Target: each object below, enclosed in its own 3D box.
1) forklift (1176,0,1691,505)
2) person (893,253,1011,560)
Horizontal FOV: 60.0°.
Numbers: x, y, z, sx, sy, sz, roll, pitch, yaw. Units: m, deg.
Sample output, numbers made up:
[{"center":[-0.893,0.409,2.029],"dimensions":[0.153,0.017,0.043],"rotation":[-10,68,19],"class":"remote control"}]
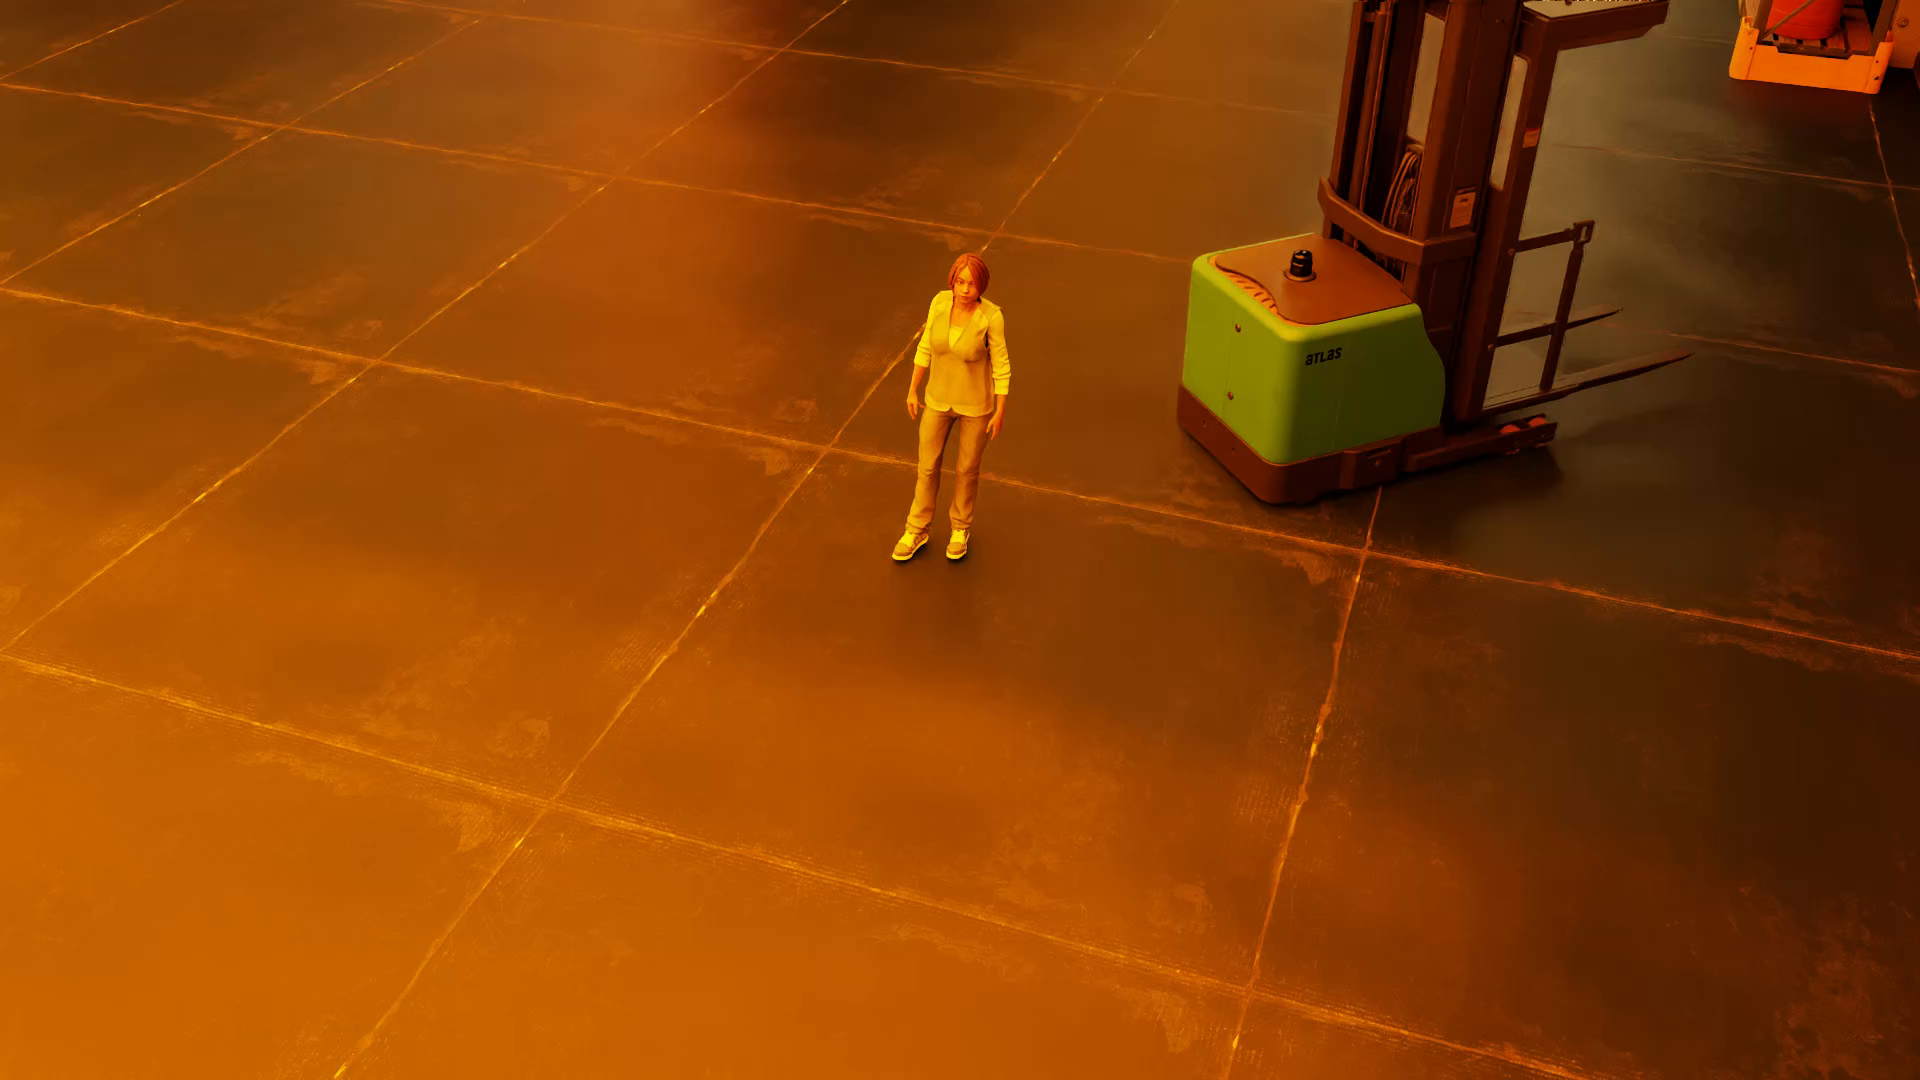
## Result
[{"center":[2.799,-1.939,8.845],"dimensions":[3.031,2.935,1.130],"rotation":[-14,38,-19],"class":"forklift"},{"center":[-0.038,-0.617,8.128],"dimensions":[0.521,1.590,0.475],"rotation":[12,37,16],"class":"person"}]
